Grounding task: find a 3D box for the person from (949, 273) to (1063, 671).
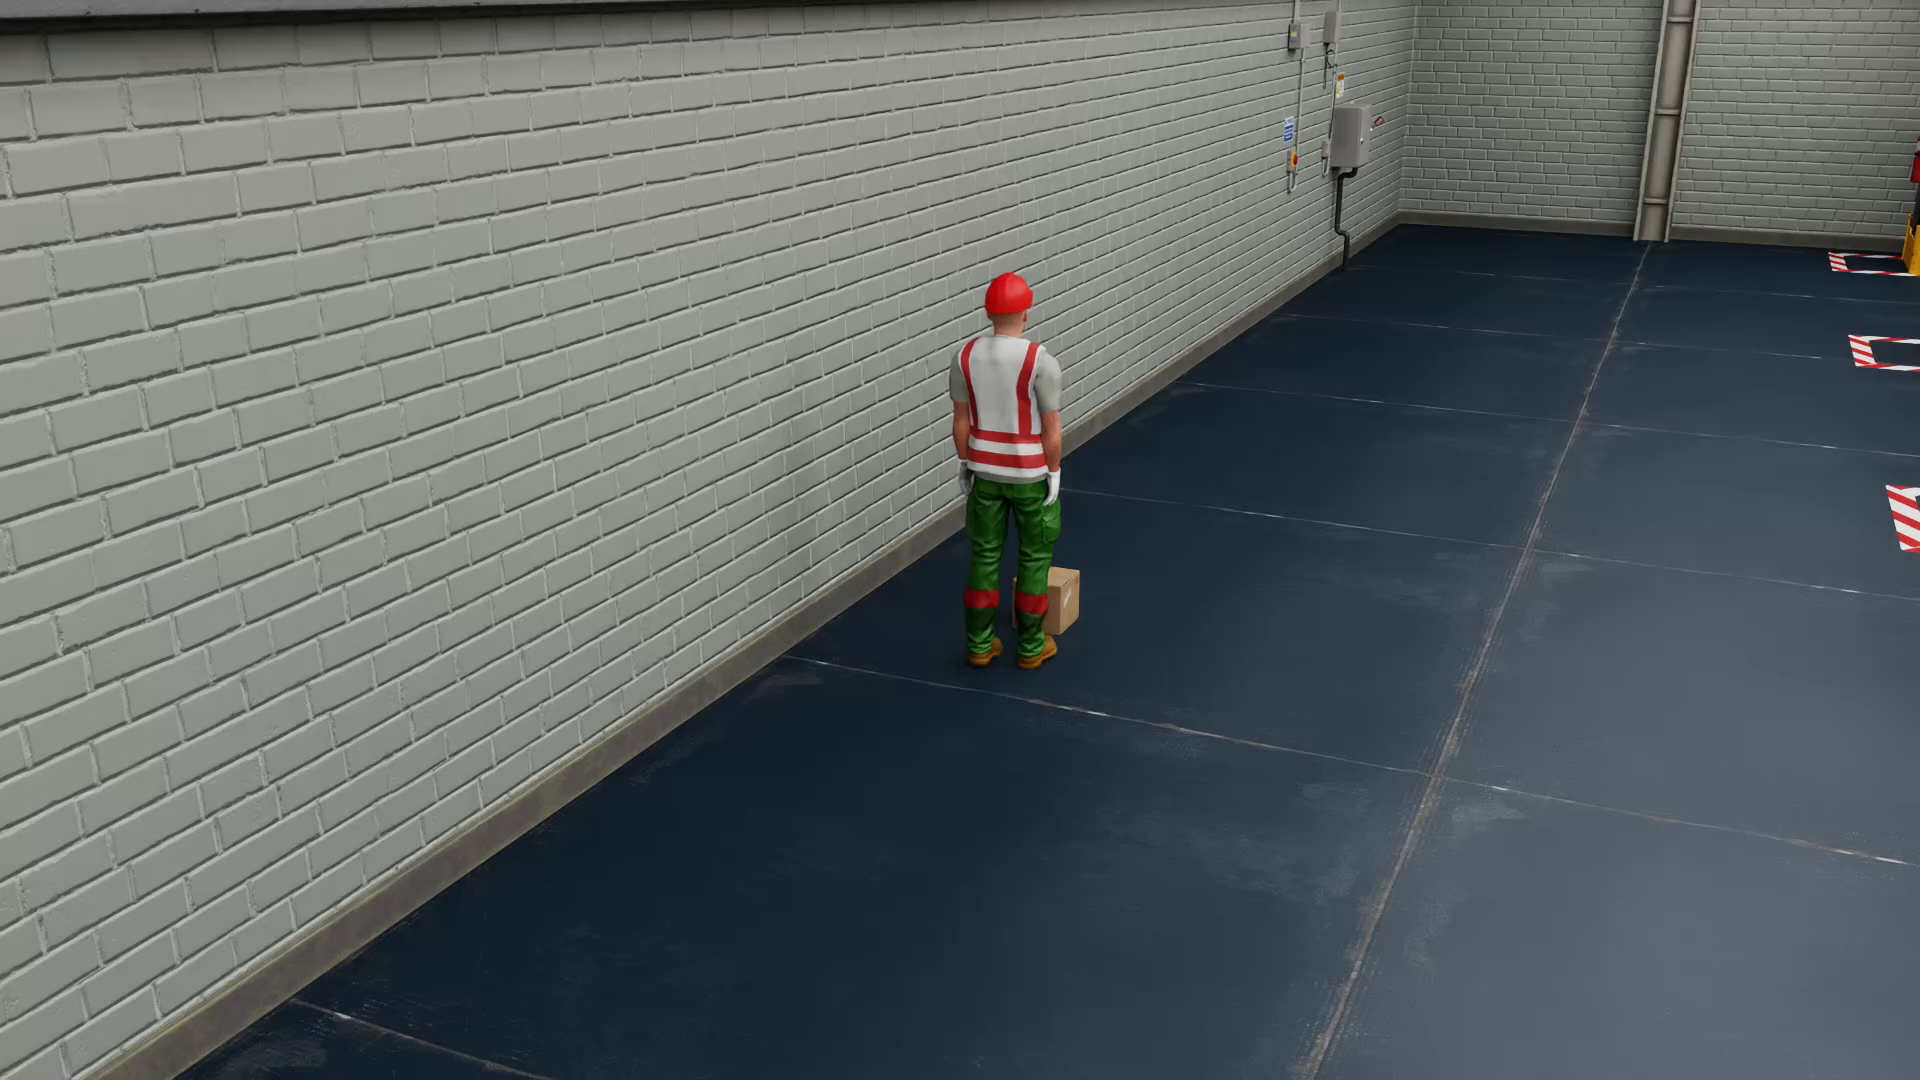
[{"bbox_3d":[0.225,-0.299,7.422,0.523,1.798,0.365,9,21,24],"label":"person"}]
